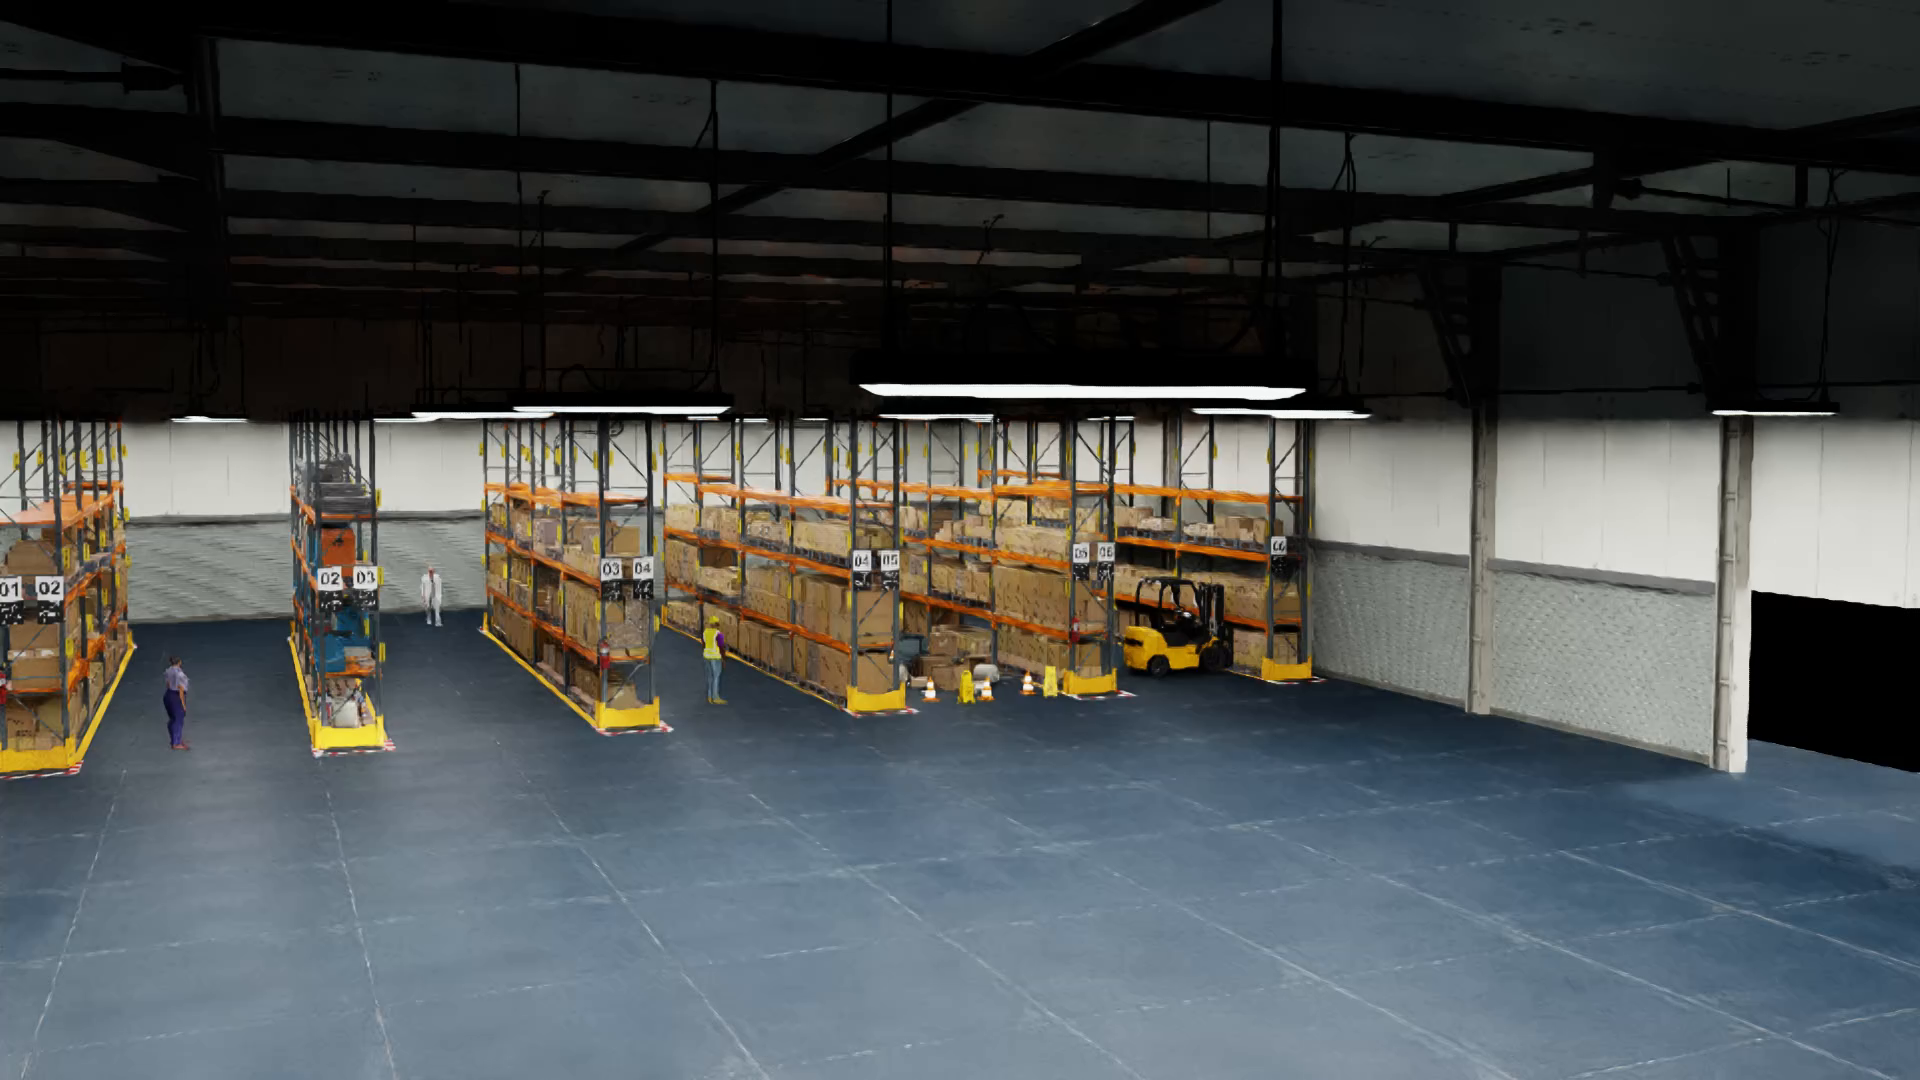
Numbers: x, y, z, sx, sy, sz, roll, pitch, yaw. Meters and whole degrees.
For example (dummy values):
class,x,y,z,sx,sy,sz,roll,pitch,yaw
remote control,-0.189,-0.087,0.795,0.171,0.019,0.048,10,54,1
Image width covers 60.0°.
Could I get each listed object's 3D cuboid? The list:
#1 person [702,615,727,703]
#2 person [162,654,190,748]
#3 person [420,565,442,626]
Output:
class,x,y,z,sx,sy,sz,roll,pitch,yaw
person,-5.029,2.427,34.167,0.649,1.772,0.463,3,5,38
person,-13.815,2.881,29.386,0.527,1.553,0.431,3,5,38
person,-14.936,1.620,47.017,0.598,1.586,1.194,-2,4,-21
